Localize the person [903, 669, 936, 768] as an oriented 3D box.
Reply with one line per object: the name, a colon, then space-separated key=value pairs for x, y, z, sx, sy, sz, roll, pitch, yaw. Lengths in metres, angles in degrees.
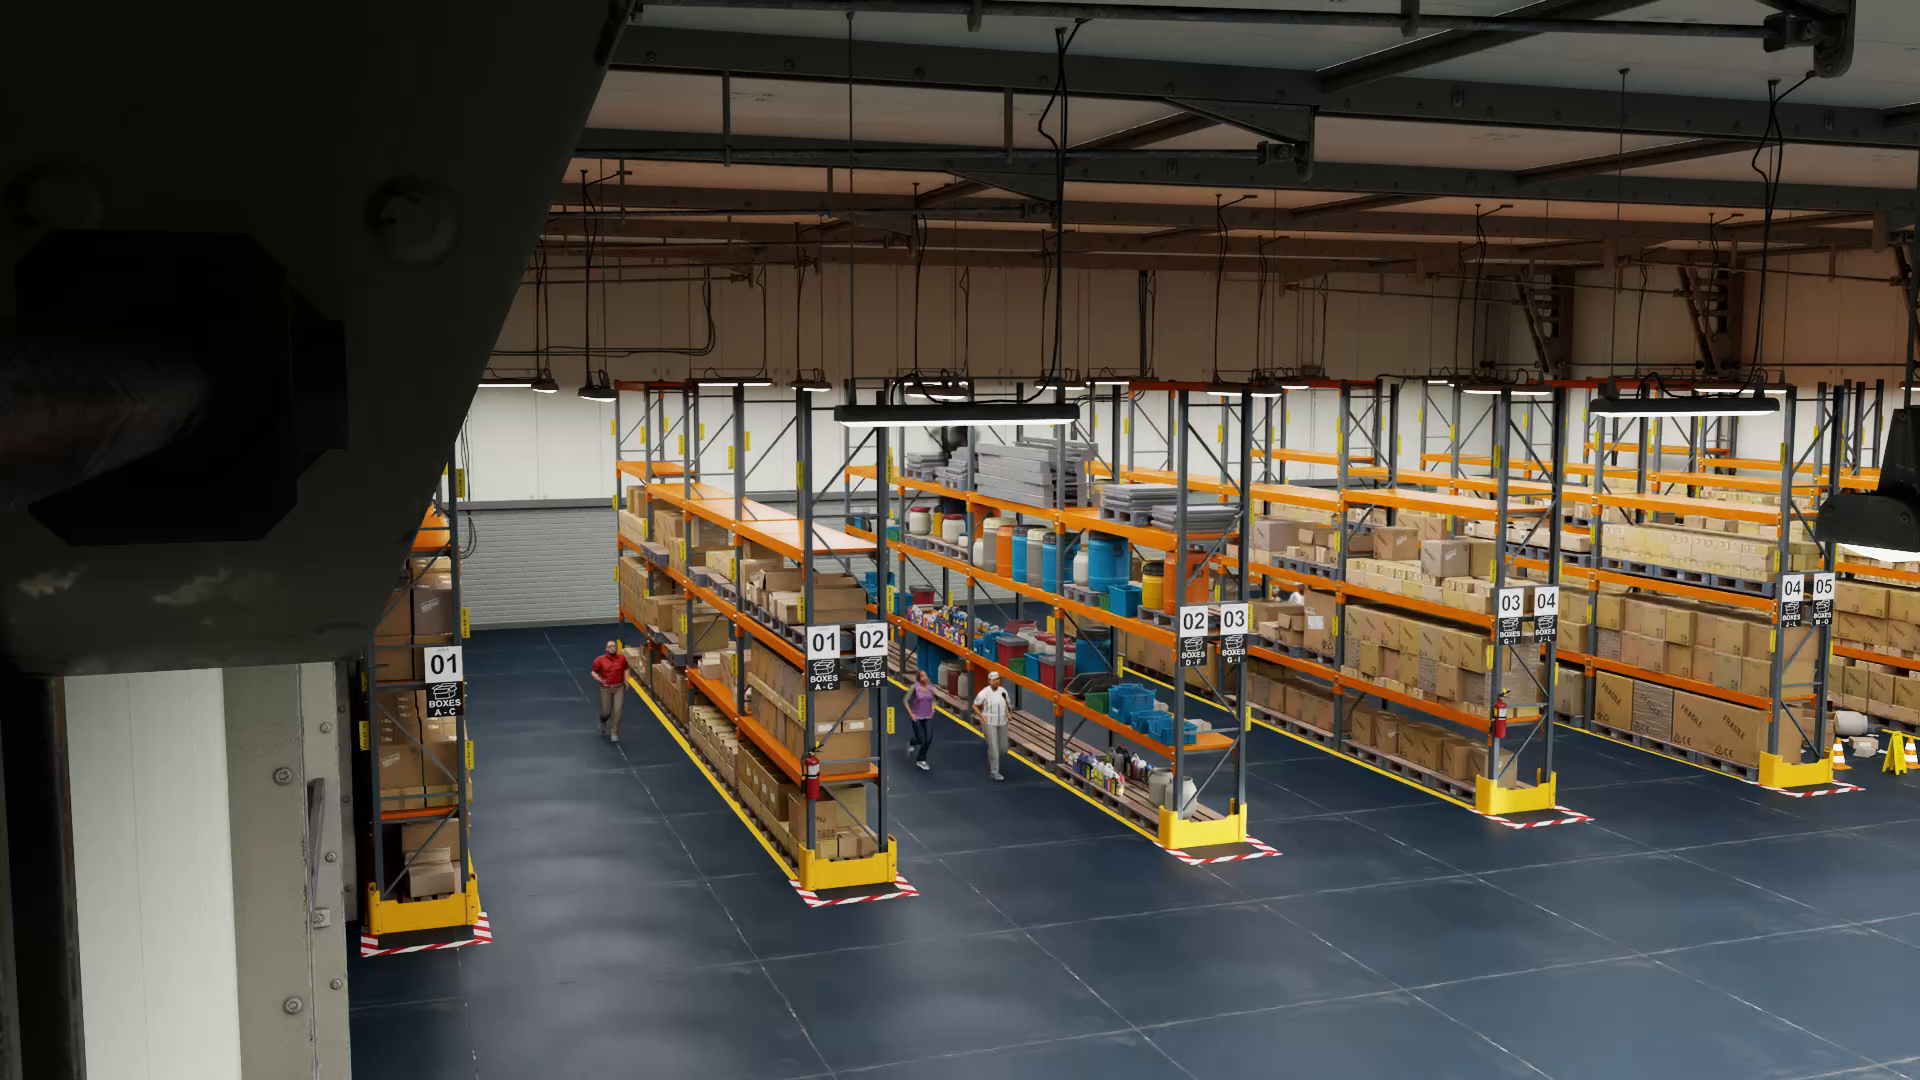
person: x=-0.618 y=2.804 z=26.160 sx=0.542 sy=1.561 sz=0.570 roll=-3 pitch=7 yaw=-25

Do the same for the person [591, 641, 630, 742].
person: x=-5.883 y=2.527 z=28.069 sx=0.664 sy=1.684 sz=0.678 roll=-3 pitch=7 yaw=-24

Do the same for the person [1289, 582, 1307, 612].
person: x=7.280 y=1.729 z=35.324 sx=0.683 sy=1.814 sz=0.756 roll=-2 pitch=6 yaw=-14

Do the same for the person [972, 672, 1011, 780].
person: x=0.507 y=2.824 z=25.561 sx=0.615 sy=1.623 sz=0.727 roll=-3 pitch=7 yaw=-24

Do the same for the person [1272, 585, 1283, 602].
person: x=6.609 y=1.795 z=35.037 sx=0.542 sy=1.731 sz=0.713 roll=-4 pitch=7 yaw=-31
